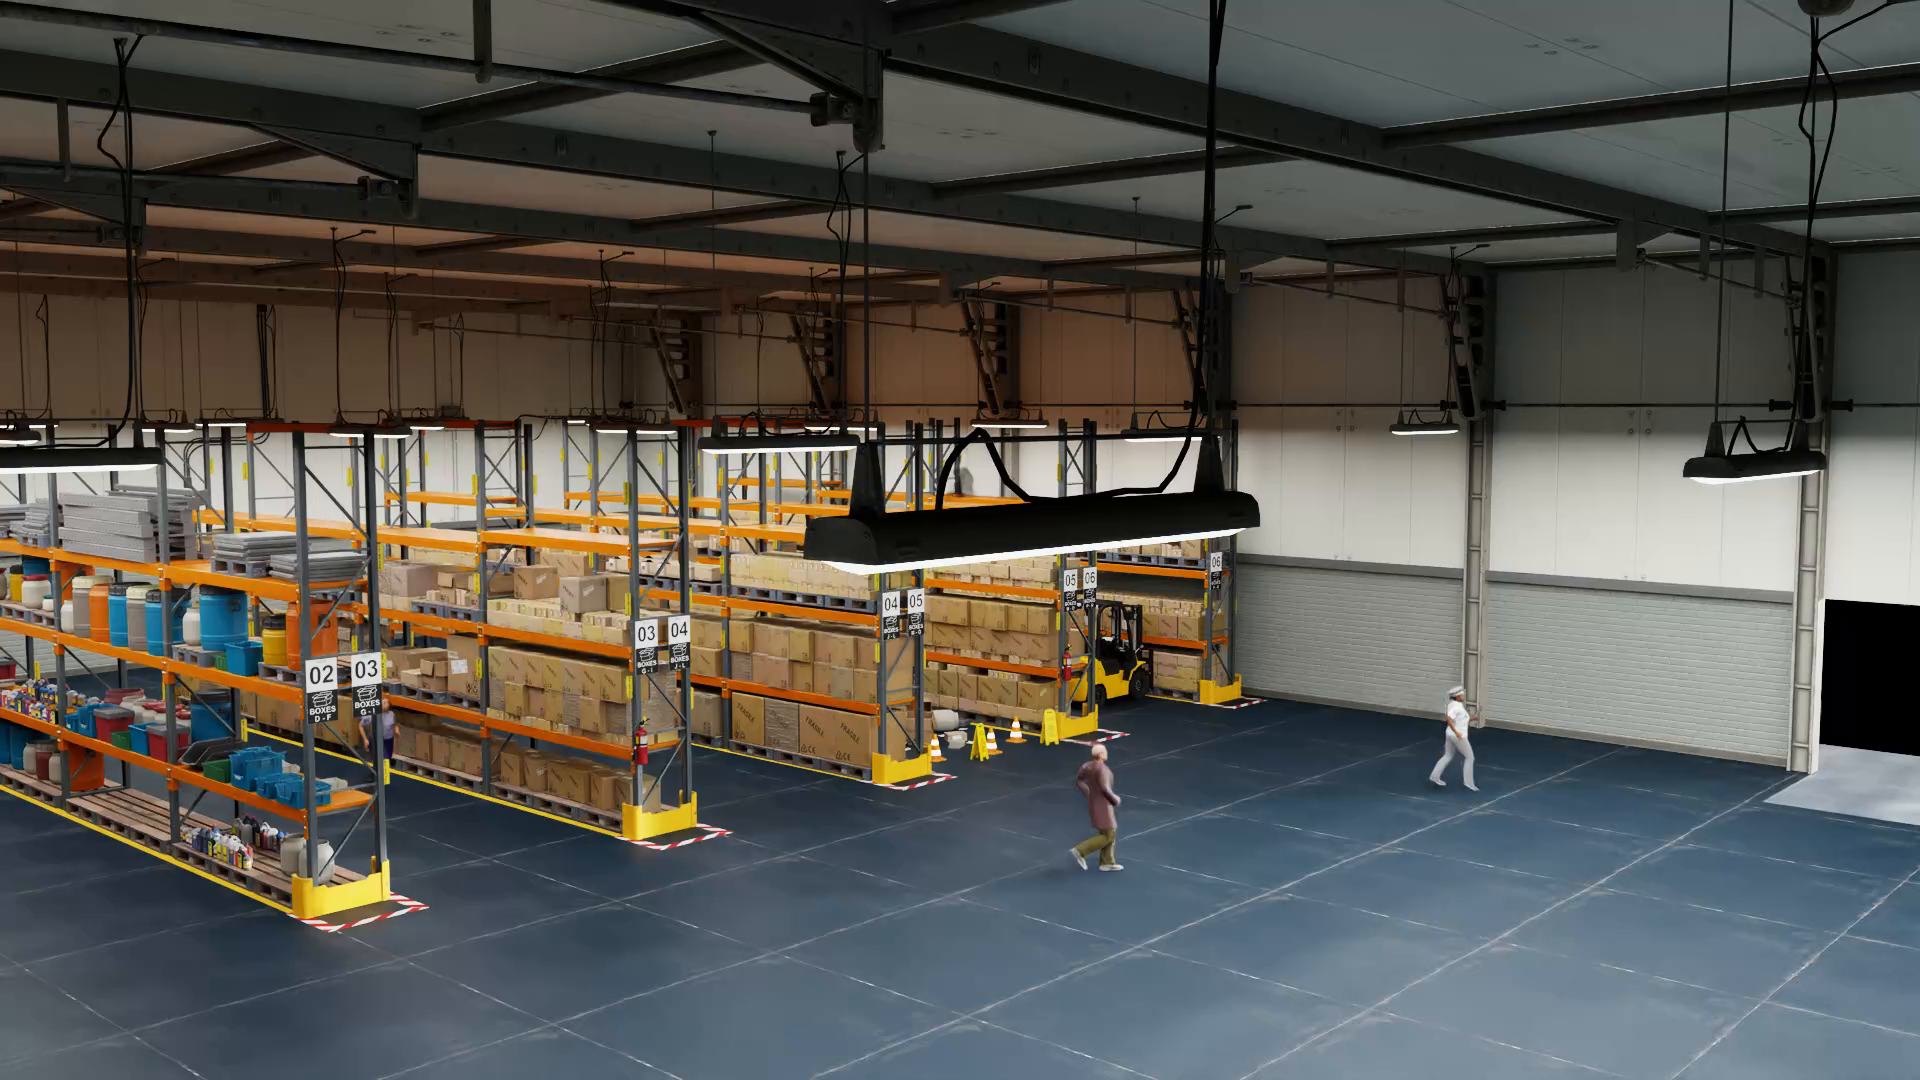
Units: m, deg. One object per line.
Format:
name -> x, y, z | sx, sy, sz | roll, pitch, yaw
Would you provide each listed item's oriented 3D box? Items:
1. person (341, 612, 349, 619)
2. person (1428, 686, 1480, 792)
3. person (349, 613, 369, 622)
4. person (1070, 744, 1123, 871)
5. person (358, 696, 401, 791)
person -> -13.979, 2.465, 37.387 | 0.802, 1.719, 0.681 | -3, 6, -33
person -> 8.109, 3.255, 27.224 | 0.803, 1.748, 0.555 | 0, 5, -4
person -> -14.152, 2.313, 39.079 | 0.612, 1.697, 0.838 | 2, 5, 20
person -> 1.842, 3.631, 22.436 | 0.833, 1.760, 0.718 | -2, 5, -21
person -> -9.314, 3.328, 26.849 | 0.712, 1.601, 0.576 | 3, 5, 30
